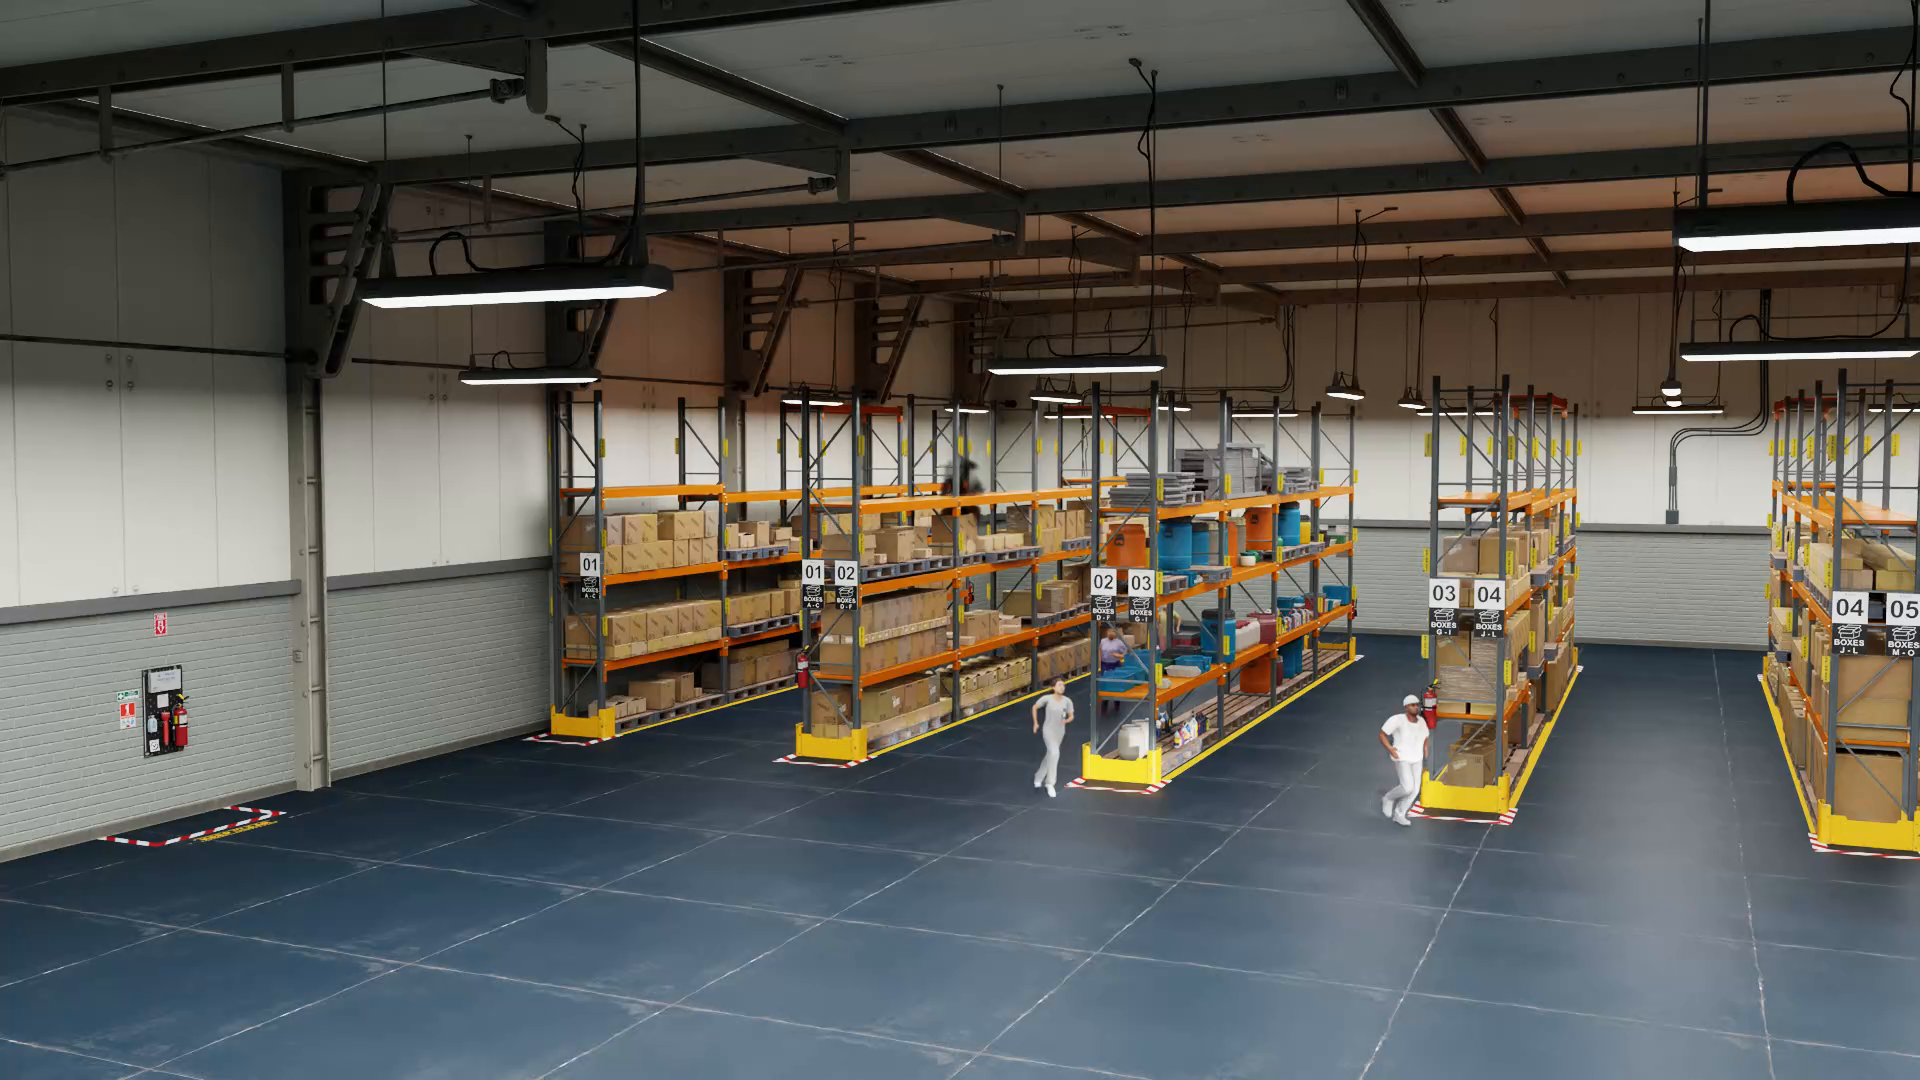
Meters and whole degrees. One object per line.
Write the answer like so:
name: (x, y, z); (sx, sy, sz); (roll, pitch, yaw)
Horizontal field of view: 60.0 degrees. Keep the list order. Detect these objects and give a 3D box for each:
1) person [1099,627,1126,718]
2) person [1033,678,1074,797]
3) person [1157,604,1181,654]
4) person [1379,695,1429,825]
person: (2.840, 2.457, 31.212); (0.580, 1.709, 0.770); (1, 3, 10)
person: (1.390, 2.831, 24.150); (0.567, 1.658, 0.745); (-1, 3, -21)
person: (4.580, 2.127, 36.951); (0.569, 1.650, 0.650); (1, 3, 19)
person: (5.970, 2.920, 22.150); (0.732, 1.714, 0.541); (-1, 3, -19)
